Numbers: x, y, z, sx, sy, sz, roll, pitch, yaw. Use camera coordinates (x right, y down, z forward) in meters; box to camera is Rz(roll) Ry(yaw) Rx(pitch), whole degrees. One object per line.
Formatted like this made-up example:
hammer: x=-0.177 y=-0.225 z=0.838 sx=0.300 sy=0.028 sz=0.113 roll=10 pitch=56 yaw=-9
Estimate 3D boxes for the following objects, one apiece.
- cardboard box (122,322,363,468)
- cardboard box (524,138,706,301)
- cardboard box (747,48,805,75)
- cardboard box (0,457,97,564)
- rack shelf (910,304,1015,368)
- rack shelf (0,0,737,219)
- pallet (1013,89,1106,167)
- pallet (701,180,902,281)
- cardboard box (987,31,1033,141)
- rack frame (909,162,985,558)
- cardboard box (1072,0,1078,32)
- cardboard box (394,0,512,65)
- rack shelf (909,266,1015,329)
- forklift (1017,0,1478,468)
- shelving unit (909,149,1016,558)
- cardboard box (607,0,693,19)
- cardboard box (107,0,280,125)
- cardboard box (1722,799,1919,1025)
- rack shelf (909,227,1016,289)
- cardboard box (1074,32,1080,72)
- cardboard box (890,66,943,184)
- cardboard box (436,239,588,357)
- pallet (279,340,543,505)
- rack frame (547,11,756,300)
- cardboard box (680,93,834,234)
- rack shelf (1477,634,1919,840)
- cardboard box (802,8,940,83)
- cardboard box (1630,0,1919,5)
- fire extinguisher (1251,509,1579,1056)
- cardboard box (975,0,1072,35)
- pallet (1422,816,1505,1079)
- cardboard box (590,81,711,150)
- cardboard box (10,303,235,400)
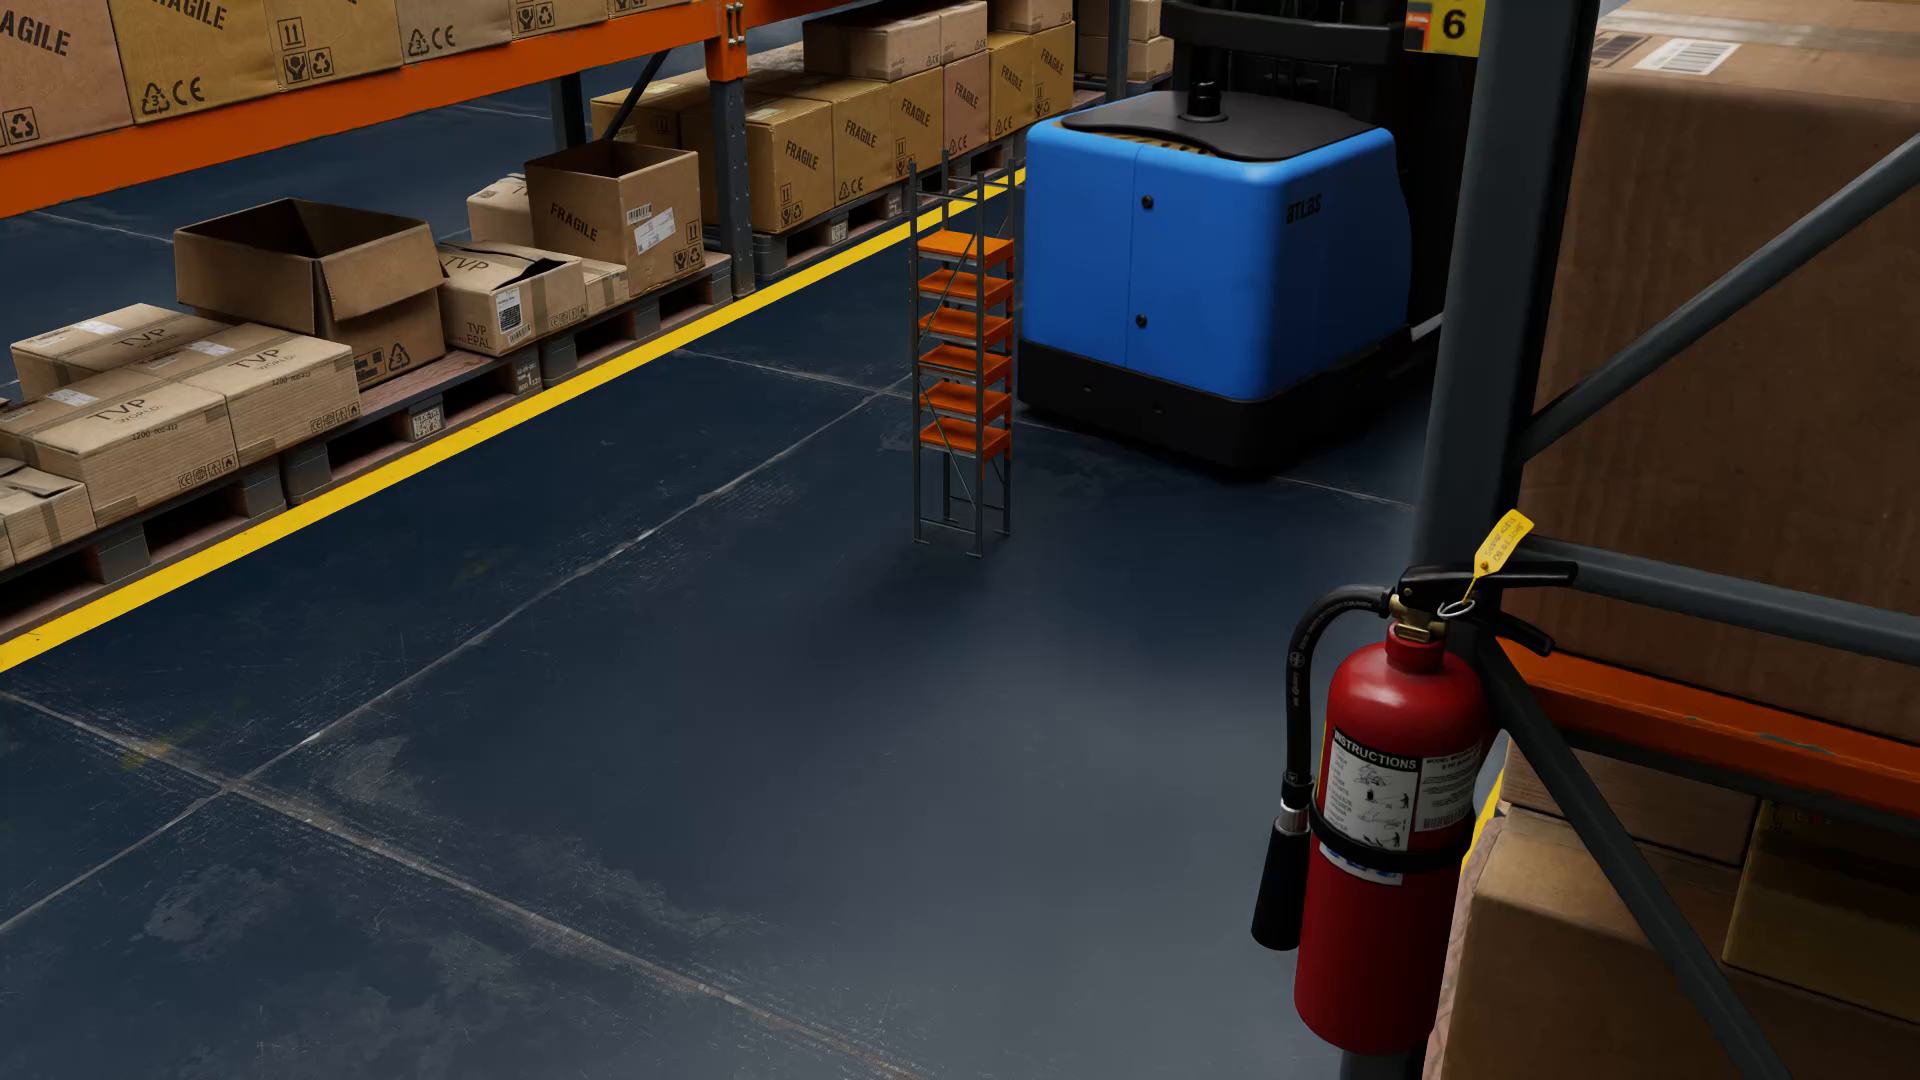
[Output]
cardboard box: x=-2.343 y=-0.486 z=5.451 sx=0.500 sy=0.250 sz=0.500 roll=14 pitch=30 yaw=26
cardboard box: x=-1.415 y=-1.333 z=6.864 sx=0.500 sy=0.500 sz=0.500 roll=14 pitch=30 yaw=26
cardboard box: x=-0.891 y=-2.260 z=8.714 sx=0.500 sy=0.500 sz=0.500 roll=15 pitch=30 yaw=27
cardboard box: x=-2.721 y=-0.095 z=4.762 sx=0.380 sy=0.166 sz=0.250 roll=14 pitch=30 yaw=26
rack shelf: x=0.007 y=-0.610 z=4.959 sx=0.258 sy=0.103 sz=0.180 roll=14 pitch=30 yaw=26
rack shelf: x=-2.365 y=-1.438 z=5.575 sx=1.077 sy=0.370 sz=4.000 roll=14 pitch=30 yaw=26
pallet: x=0.186 y=-2.568 z=10.145 sx=1.003 sy=0.211 sz=1.213 roll=14 pitch=30 yaw=26
pallet: x=-1.014 y=-1.617 z=8.245 sx=1.003 sy=0.211 sz=1.213 roll=14 pitch=30 yaw=26
cardboard box: x=0.076 y=-2.559 z=9.312 sx=0.500 sy=0.500 sz=0.500 roll=13 pitch=29 yaw=24
rack frame: x=-0.038 y=-0.507 z=4.921 sx=0.240 sy=1.200 sz=0.006 roll=14 pitch=30 yaw=26
cardboard box: x=0.630 y=-3.565 z=10.997 sx=0.500 sy=0.311 sz=0.500 roll=15 pitch=30 yaw=27
cardboard box: x=-1.907 y=-1.930 z=5.644 sx=0.500 sy=0.500 sz=0.500 roll=15 pitch=30 yaw=27
rack shelf: x=0.007 y=-0.717 z=4.905 sx=0.258 sy=0.103 sz=0.180 roll=14 pitch=30 yaw=26
forklift: x=1.557 y=-2.132 z=6.234 sx=1.130 sy=2.935 sz=3.031 roll=21 pitch=34 yaw=36
shelving unit: x=0.007 y=-0.542 z=4.993 sx=0.258 sy=1.200 sz=0.189 roll=14 pitch=30 yaw=26
cardboard box: x=-1.404 y=-2.332 z=6.447 sx=0.500 sy=0.500 sz=0.500 roll=15 pitch=30 yaw=27
cardboard box: x=-2.403 y=-1.537 z=4.858 sx=0.500 sy=0.500 sz=0.500 roll=14 pitch=30 yaw=26
cardboard box: x=1.335 y=0.547 z=2.405 sx=0.380 sy=0.149 sz=0.250 roll=14 pitch=30 yaw=26
rack shelf: x=0.007 y=-0.824 z=4.851 sx=0.258 sy=0.103 sz=0.180 roll=14 pitch=30 yaw=26
cardboard box: x=0.633 y=-3.315 z=11.124 sx=0.500 sy=0.250 sz=0.500 roll=15 pitch=30 yaw=27
cardboard box: x=-0.426 y=-2.156 z=8.507 sx=0.500 sy=0.500 sz=0.500 roll=15 pitch=30 yaw=27
cardboard box: x=-1.784 y=-0.957 z=6.322 sx=0.500 sy=0.311 sz=0.500 roll=14 pitch=30 yaw=26
pallet: x=-2.319 y=-0.547 z=6.108 sx=1.003 sy=0.211 sz=1.213 roll=14 pitch=30 yaw=26
rack frame: x=-1.381 y=-2.539 z=6.971 sx=1.000 sy=3.000 sz=0.127 roll=14 pitch=30 yaw=26
cardboard box: x=-0.931 y=-1.753 z=7.702 sx=0.500 sy=0.500 sz=0.500 roll=13 pitch=29 yaw=24
rack shelf: x=1.949 y=-0.348 z=3.399 sx=1.077 sy=0.370 sz=4.000 roll=14 pitch=30 yaw=26
cardboard box: x=-0.439 y=-2.478 z=8.312 sx=0.500 sy=0.250 sz=0.500 roll=14 pitch=30 yaw=26
cardboard box: x=1.556 y=-0.512 z=2.586 sx=0.980 sy=0.700 sz=0.700 roll=14 pitch=30 yaw=26
fire extinguisher: x=0.489 y=0.268 z=1.867 sx=0.296 sy=0.674 sz=0.183 roll=14 pitch=30 yaw=26
cardboard box: x=0.307 y=-3.073 z=9.501 sx=0.500 sy=0.250 sz=0.500 roll=15 pitch=30 yaw=28
pallet: x=1.291 y=1.027 z=2.962 sx=1.003 sy=0.211 sz=1.213 roll=14 pitch=30 yaw=26
cardboard box: x=-1.388 y=-1.873 z=7.942 sx=0.500 sy=0.500 sz=0.500 roll=14 pitch=30 yaw=26
cardboard box: x=-2.803 y=-0.577 z=5.632 sx=0.500 sy=0.250 sz=0.500 roll=14 pitch=30 yaw=26
